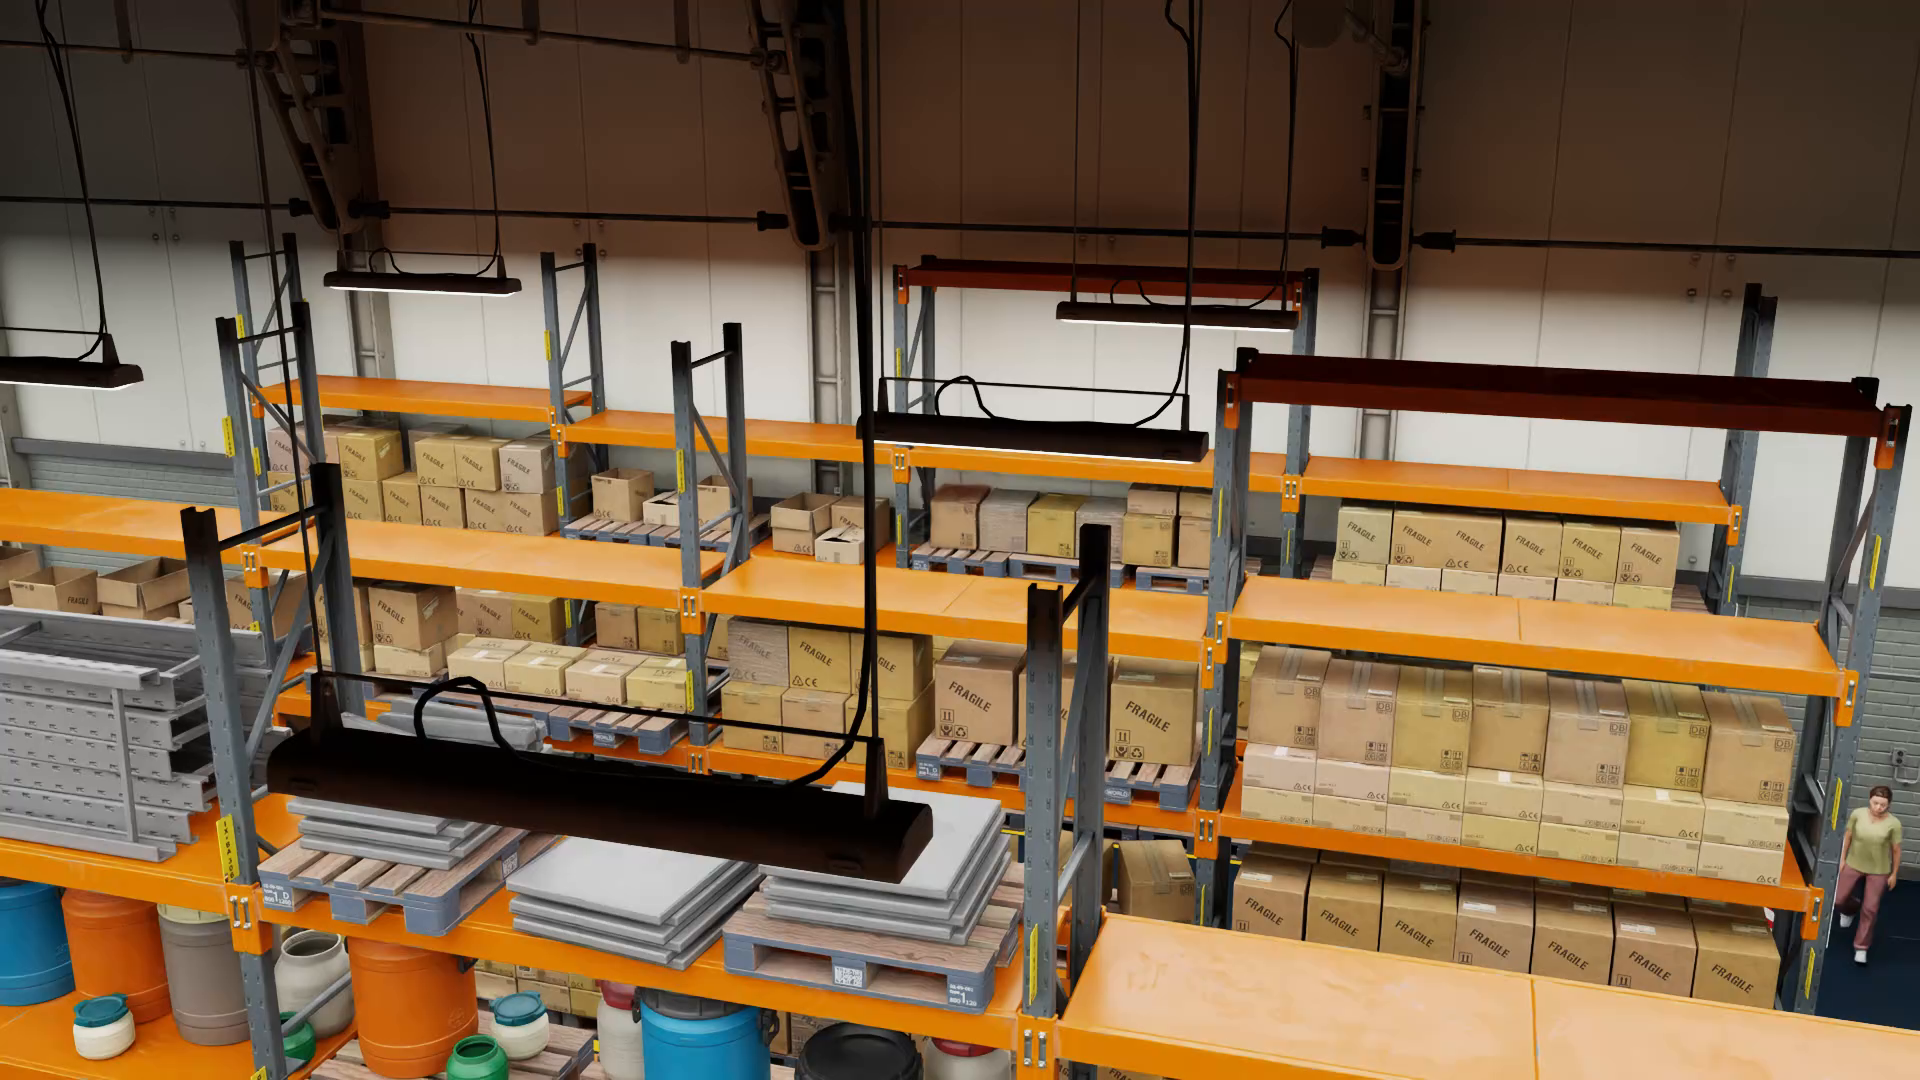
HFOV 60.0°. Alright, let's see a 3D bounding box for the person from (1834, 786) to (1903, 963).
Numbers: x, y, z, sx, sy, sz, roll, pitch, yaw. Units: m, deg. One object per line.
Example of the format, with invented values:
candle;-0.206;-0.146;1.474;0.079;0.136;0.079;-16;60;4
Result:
person;8.351;3.004;15.281;0.490;1.667;0.617;12;20;36
